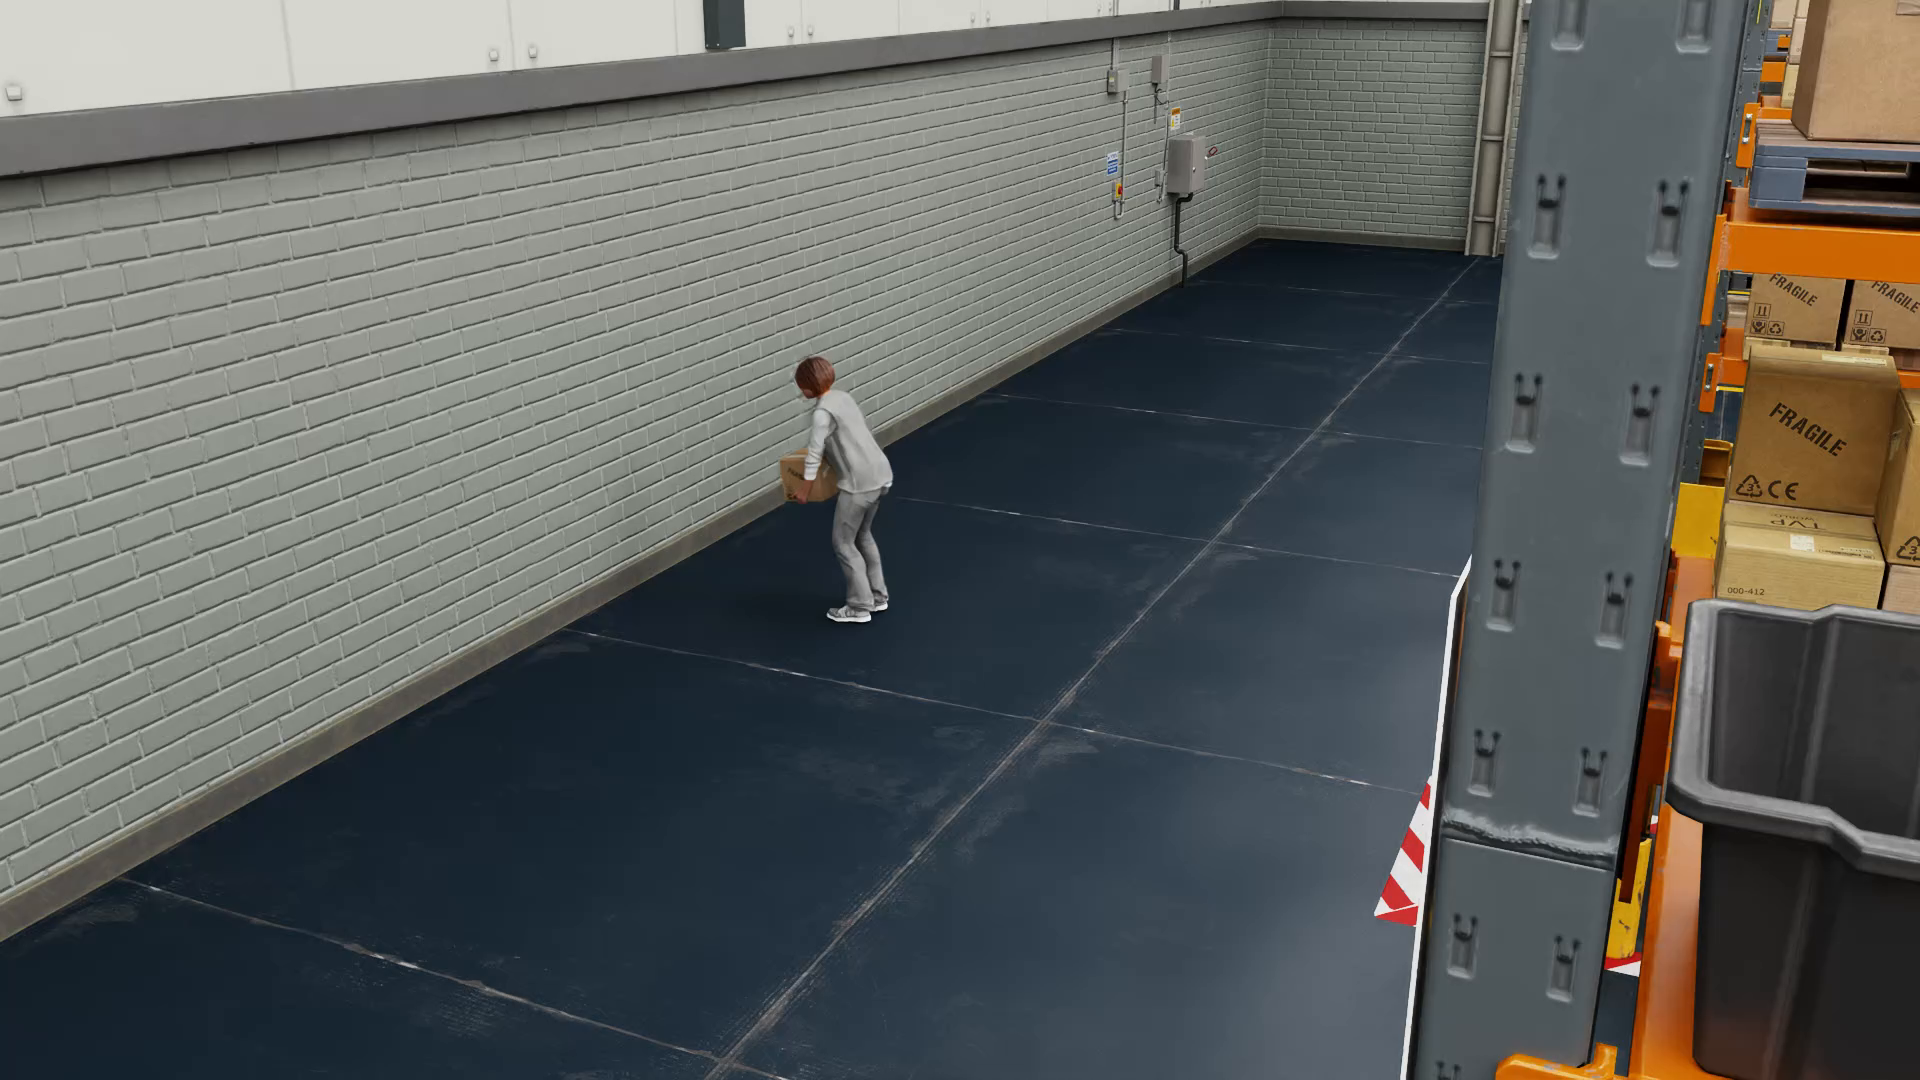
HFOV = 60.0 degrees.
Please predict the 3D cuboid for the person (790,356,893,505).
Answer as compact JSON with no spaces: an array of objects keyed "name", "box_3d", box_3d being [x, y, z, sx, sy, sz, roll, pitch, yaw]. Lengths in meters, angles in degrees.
[{"name":"person","box_3d":[-0.666,-0.602,9.418,0.560,0.832,0.370,8,21,22]}]
